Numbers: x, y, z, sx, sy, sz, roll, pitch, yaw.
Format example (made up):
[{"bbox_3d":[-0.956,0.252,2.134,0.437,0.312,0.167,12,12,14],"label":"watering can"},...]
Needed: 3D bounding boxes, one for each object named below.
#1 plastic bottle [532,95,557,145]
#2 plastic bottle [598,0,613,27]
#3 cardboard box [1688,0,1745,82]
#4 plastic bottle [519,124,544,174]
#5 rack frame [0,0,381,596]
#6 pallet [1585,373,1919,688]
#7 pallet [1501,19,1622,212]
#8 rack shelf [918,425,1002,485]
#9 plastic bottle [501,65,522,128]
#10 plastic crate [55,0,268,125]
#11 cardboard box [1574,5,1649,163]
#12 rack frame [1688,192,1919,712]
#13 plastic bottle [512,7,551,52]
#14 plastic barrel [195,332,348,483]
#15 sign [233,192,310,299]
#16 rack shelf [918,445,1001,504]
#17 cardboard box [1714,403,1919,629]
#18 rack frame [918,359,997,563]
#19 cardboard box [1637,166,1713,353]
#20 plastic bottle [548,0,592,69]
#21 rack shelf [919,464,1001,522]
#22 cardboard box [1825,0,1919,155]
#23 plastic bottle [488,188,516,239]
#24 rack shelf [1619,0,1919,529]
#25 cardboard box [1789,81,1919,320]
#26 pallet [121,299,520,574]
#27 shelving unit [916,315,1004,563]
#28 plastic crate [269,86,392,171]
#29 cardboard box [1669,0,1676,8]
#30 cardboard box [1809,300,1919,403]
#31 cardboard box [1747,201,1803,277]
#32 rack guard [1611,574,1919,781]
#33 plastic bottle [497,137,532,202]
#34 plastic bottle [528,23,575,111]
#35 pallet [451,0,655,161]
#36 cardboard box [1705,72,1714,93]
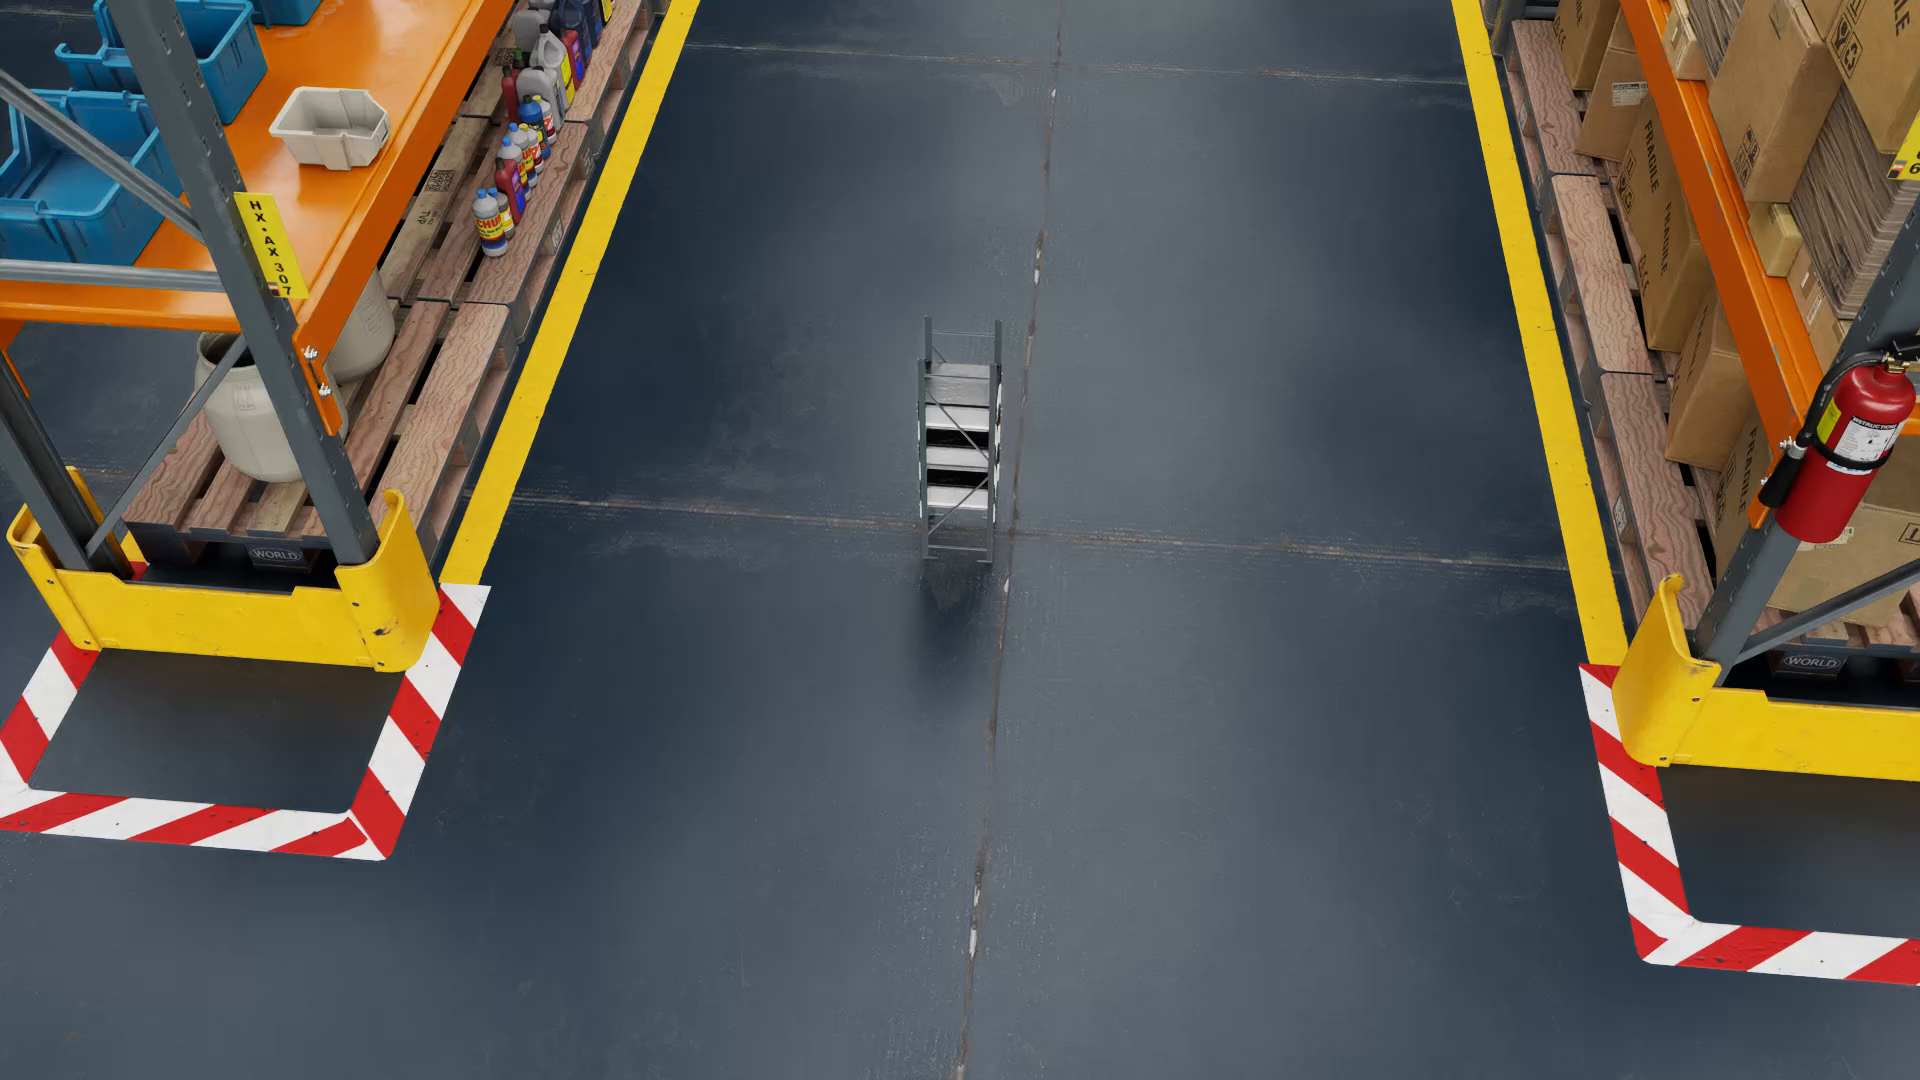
[{"bbox_3d":[-1.744,-1.754,6.919,0.097,0.201,0.097,0,48,0],"label":"plastic bottle"},{"bbox_3d":[-1.638,-2.484,7.532,0.061,0.283,0.133,6,48,5],"label":"plastic bottle"},{"bbox_3d":[2.737,-1.632,4.941,0.875,0.500,0.500,4,48,4],"label":"cardboard box"},{"bbox_3d":[-1.762,-1.602,6.781,0.097,0.201,0.097,0,48,0],"label":"plastic bottle"},{"bbox_3d":[-2.287,-0.689,4.347,1.000,3.000,0.127,4,48,4],"label":"rack frame"},{"bbox_3d":[2.761,-0.065,5.667,1.003,0.211,1.213,4,48,4],"label":"pallet"},{"bbox_3d":[2.984,-1.858,7.306,1.003,0.211,1.213,4,48,4],"label":"pallet"},{"bbox_3d":[0.001,-0.287,5.448,0.258,0.077,0.200,4,48,4],"label":"rack shelf"},{"bbox_3d":[-1.866,-1.877,6.976,0.061,0.283,0.133,4,48,4],"label":"plastic bottle"},{"bbox_3d":[-2.475,-1.503,5.193,0.499,0.251,0.408,4,48,4],"label":"plastic crate"},{"bbox_3d":[2.889,-1.881,6.847,0.500,0.500,0.500,18,50,16],"label":"cardboard box"},{"bbox_3d":[2.645,-0.356,4.043,1.000,3.000,0.127,4,48,4],"label":"rack frame"},{"bbox_3d":[-1.862,-2.215,7.291,0.152,0.276,0.135,4,48,4],"label":"plastic bottle"},{"bbox_3d":[-2.303,-0.480,5.557,0.421,0.512,0.421,0,48,0],"label":"plastic barrel"},{"bbox_3d":[-1.740,-0.742,4.208,0.100,0.325,0.005,4,48,4],"label":"sign"},{"bbox_3d":[0.001,-0.226,5.514,0.258,0.077,0.200,4,48,4],"label":"rack shelf"},{"bbox_3d":[2.719,-0.112,5.229,0.500,0.500,0.500,12,49,11],"label":"cardboard box"},{"bbox_3d":[-0.009,-0.235,5.355,0.240,0.900,0.006,4,48,4],"label":"rack frame"},{"bbox_3d":[2.815,-1.012,6.052,0.500,0.500,0.500,8,48,7],"label":"cardboard box"},{"bbox_3d":[-1.712,-2.249,7.271,0.144,0.351,0.185,2,48,2],"label":"plastic bottle"},{"bbox_3d":[0.001,-0.166,5.581,0.258,0.077,0.200,4,48,4],"label":"rack shelf"},{"bbox_3d":[2.449,-1.248,3.912,0.500,0.500,0.500,4,48,4],"label":"cardboard box"},{"bbox_3d":[-1.802,-1.280,6.487,0.097,0.201,0.097,0,48,0],"label":"plastic bottle"},{"bbox_3d":[2.827,-1.583,5.652,1.077,0.370,4.000,4,48,4],"label":"rack shelf"},{"bbox_3d":[2.723,-0.892,4.264,0.875,0.500,0.500,4,48,4],"label":"cardboard box"},{"bbox_3d":[-2.248,-0.403,5.976,1.003,0.211,1.213,4,48,4],"label":"pallet"},{"bbox_3d":[0.001,-0.310,5.423,0.258,0.900,0.210,4,48,4],"label":"shelving unit"},{"bbox_3d":[-1.885,-1.236,5.026,0.298,0.136,0.250,4,48,4],"label":"plastic crate"},{"bbox_3d":[2.590,-1.783,5.518,0.380,0.149,0.250,4,48,4],"label":"cardboard box"},{"bbox_3d":[2.465,-0.494,4.340,0.380,0.149,0.250,4,48,4],"label":"cardboard box"},{"bbox_3d":[2.460,-0.865,4.679,0.380,0.149,0.250,4,48,4],"label":"cardboard box"},{"bbox_3d":[2.652,0.432,5.016,1.175,0.500,0.348,4,48,4],"label":"rack guard"},{"bbox_3d":[-1.780,-1.480,6.621,0.097,0.271,0.097,0,48,0],"label":"plastic bottle"},{"bbox_3d":[-1.741,-2.012,7.054,0.144,0.351,0.185,4,48,3],"label":"plastic bottle"},{"bbox_3d":[-2.025,-2.196,7.616,1.003,0.211,1.213,4,48,4],"label":"pallet"},{"bbox_3d":[2.563,-1.414,5.181,0.380,0.149,0.250,4,48,4],"label":"cardboard box"}]
